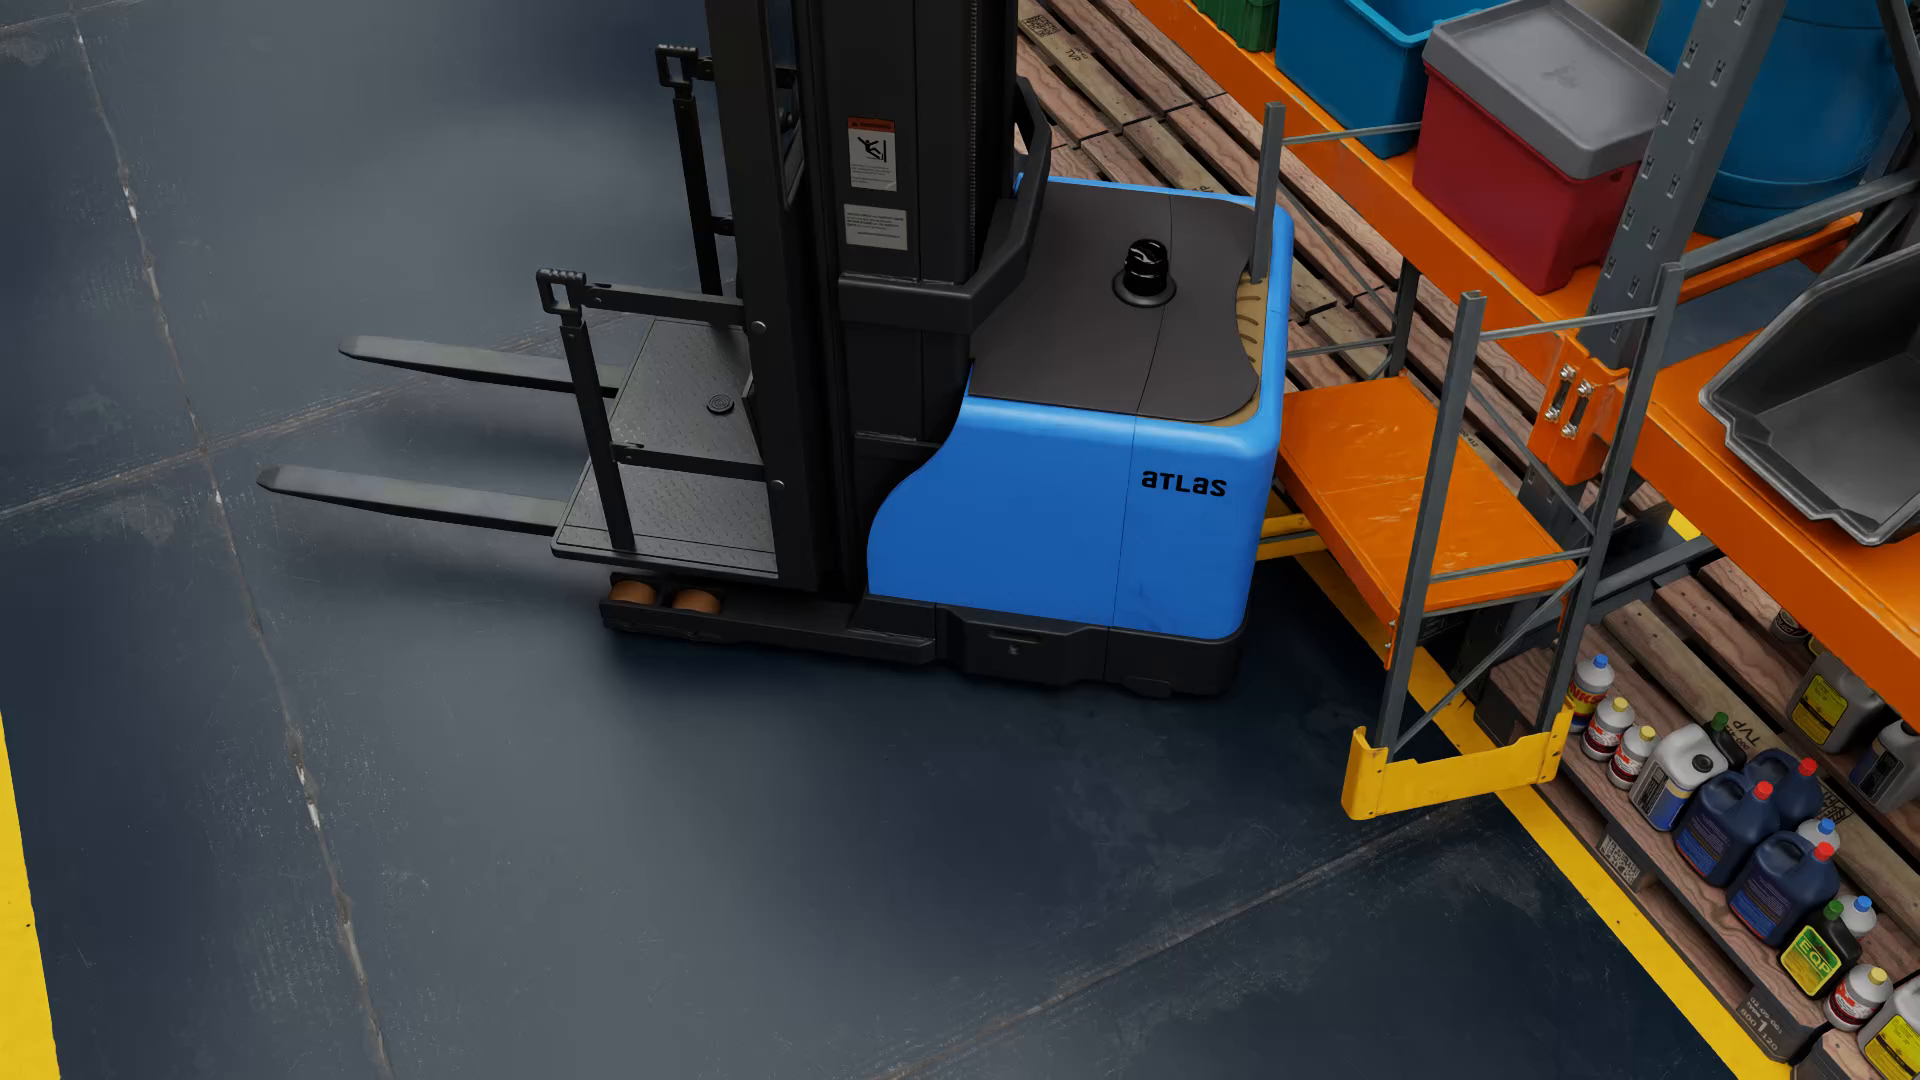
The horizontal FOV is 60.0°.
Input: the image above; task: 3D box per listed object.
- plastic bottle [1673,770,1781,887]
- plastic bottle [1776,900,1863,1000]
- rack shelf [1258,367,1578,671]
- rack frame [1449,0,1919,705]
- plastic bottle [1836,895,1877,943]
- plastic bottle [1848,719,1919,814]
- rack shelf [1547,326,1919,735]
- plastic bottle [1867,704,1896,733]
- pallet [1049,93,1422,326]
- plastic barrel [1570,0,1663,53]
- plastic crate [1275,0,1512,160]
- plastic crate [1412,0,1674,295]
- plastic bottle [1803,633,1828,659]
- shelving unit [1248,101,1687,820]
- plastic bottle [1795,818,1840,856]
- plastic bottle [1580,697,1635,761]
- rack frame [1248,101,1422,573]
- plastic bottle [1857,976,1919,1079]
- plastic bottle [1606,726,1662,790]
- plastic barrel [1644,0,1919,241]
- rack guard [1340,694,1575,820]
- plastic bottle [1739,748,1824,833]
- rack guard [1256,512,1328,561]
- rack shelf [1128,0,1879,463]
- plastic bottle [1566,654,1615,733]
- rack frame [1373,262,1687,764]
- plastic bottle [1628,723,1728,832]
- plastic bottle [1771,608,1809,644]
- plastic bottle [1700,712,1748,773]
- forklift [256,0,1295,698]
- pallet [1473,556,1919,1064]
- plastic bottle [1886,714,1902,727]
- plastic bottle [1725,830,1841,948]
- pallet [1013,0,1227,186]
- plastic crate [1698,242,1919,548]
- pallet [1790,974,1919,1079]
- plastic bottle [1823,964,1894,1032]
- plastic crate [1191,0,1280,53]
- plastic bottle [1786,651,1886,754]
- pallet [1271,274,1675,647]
[{"bbox_3d":[1.916,0.690,4.121,0.144,0.351,0.185,-20,52,-17],"label":"plastic bottle"},{"bbox_3d":[2.040,0.964,3.927,0.061,0.283,0.133,-19,52,-16],"label":"plastic bottle"},{"bbox_3d":[1.148,-0.090,4.373,0.538,0.185,1.000,-9,38,-11],"label":"rack shelf"},{"bbox_3d":[1.915,-0.720,3.887,1.000,3.000,0.127,-21,52,-18],"label":"rack frame"},{"bbox_3d":[2.103,0.928,3.965,0.097,0.271,0.097,0,49,0],"label":"plastic bottle"},{"bbox_3d":[2.434,0.560,4.285,0.152,0.276,0.135,-21,52,-18],"label":"plastic bottle"},{"bbox_3d":[2.830,0.855,2.987,1.077,0.370,4.000,-21,52,-18],"label":"rack shelf"},{"bbox_3d":[2.466,0.339,4.428,0.144,0.351,0.185,-22,53,-18],"label":"plastic bottle"},{"bbox_3d":[0.959,-1.132,6.100,1.003,0.211,1.213,-21,52,-18],"label":"pallet"},{"bbox_3d":[1.672,-1.481,4.462,0.433,0.535,0.433,0,49,0],"label":"plastic barrel"},{"bbox_3d":[1.134,-1.346,4.445,0.392,0.384,0.575,-21,52,-18],"label":"plastic crate"},{"bbox_3d":[1.422,-0.960,4.054,0.402,0.464,0.583,-21,52,-18],"label":"plastic crate"},{"bbox_3d":[2.429,0.238,4.562,0.061,0.283,0.133,-19,51,-16],"label":"plastic bottle"},{"bbox_3d":[1.144,-0.238,4.272,0.587,1.500,1.083,-9,38,-11],"label":"shelving unit"},{"bbox_3d":[2.089,0.772,4.102,0.097,0.271,0.097,0,49,0],"label":"plastic bottle"},{"bbox_3d":[1.718,0.489,4.397,0.097,0.201,0.097,0,49,0],"label":"plastic bottle"},{"bbox_3d":[1.020,-0.529,4.658,0.500,1.500,0.032,-9,38,-11],"label":"rack frame"},{"bbox_3d":[2.196,1.101,3.762,0.144,0.351,0.185,-22,52,-18],"label":"plastic bottle"},{"bbox_3d":[1.764,0.557,4.337,0.097,0.201,0.097,0,49,0],"label":"plastic bottle"},{"bbox_3d":[2.008,-1.248,4.016,0.600,0.901,0.708,-21,52,-18],"label":"plastic barrel"},{"bbox_3d":[1.274,0.550,4.264,0.587,0.250,0.087,-9,38,-11],"label":"rack guard"},{"bbox_3d":[2.044,0.641,4.164,0.144,0.351,0.185,-21,52,-18],"label":"plastic bottle"},{"bbox_3d":[1.026,-0.031,5.034,0.587,0.250,0.087,-9,38,-11],"label":"rack guard"},{"bbox_3d":[1.000,-1.822,5.328,1.077,0.370,4.000,-21,52,-18],"label":"rack shelf"},{"bbox_3d":[1.671,0.398,4.430,0.097,0.271,0.097,0,49,0],"label":"plastic bottle"},{"bbox_3d":[1.273,0.064,3.871,0.500,1.500,0.032,-9,38,-11],"label":"rack frame"},{"bbox_3d":[1.843,0.603,4.247,0.152,0.276,0.135,-19,52,-16],"label":"plastic bottle"},{"bbox_3d":[2.358,0.192,4.656,0.097,0.201,0.097,0,49,0],"label":"plastic bottle"},{"bbox_3d":[1.938,0.564,4.277,0.061,0.283,0.133,-21,52,-18],"label":"plastic bottle"},{"bbox_3d":[-0.616,-1.046,4.218,3.031,2.935,1.130,7,49,6],"label":"forklift"},{"bbox_3d":[2.185,0.662,4.531,1.003,0.211,1.213,-21,52,-18],"label":"pallet"},{"bbox_3d":[2.554,0.467,4.316,0.144,0.351,0.185,-24,53,-19],"label":"plastic bottle"},{"bbox_3d":[2.002,0.817,4.010,0.144,0.351,0.185,-23,53,-19],"label":"plastic bottle"},{"bbox_3d":[0.405,-1.947,6.813,1.003,0.211,1.213,-21,52,-18],"label":"pallet"},{"bbox_3d":[2.042,-0.305,3.566,0.767,0.338,0.504,-21,52,-18],"label":"plastic crate"},{"bbox_3d":[2.748,1.479,3.816,1.003,0.211,1.213,-21,52,-18],"label":"pallet"},{"bbox_3d":[2.111,1.063,3.894,0.097,0.201,0.097,0,49,0],"label":"plastic bottle"},{"bbox_3d":[0.867,-1.719,4.901,0.450,0.188,0.662,-21,52,-18],"label":"plastic crate"},{"bbox_3d":[2.338,0.389,4.385,0.144,0.351,0.185,-21,52,-18],"label":"plastic bottle"},{"bbox_3d":[1.521,-0.314,5.385,1.003,0.211,1.213,-21,52,-18],"label":"pallet"}]
